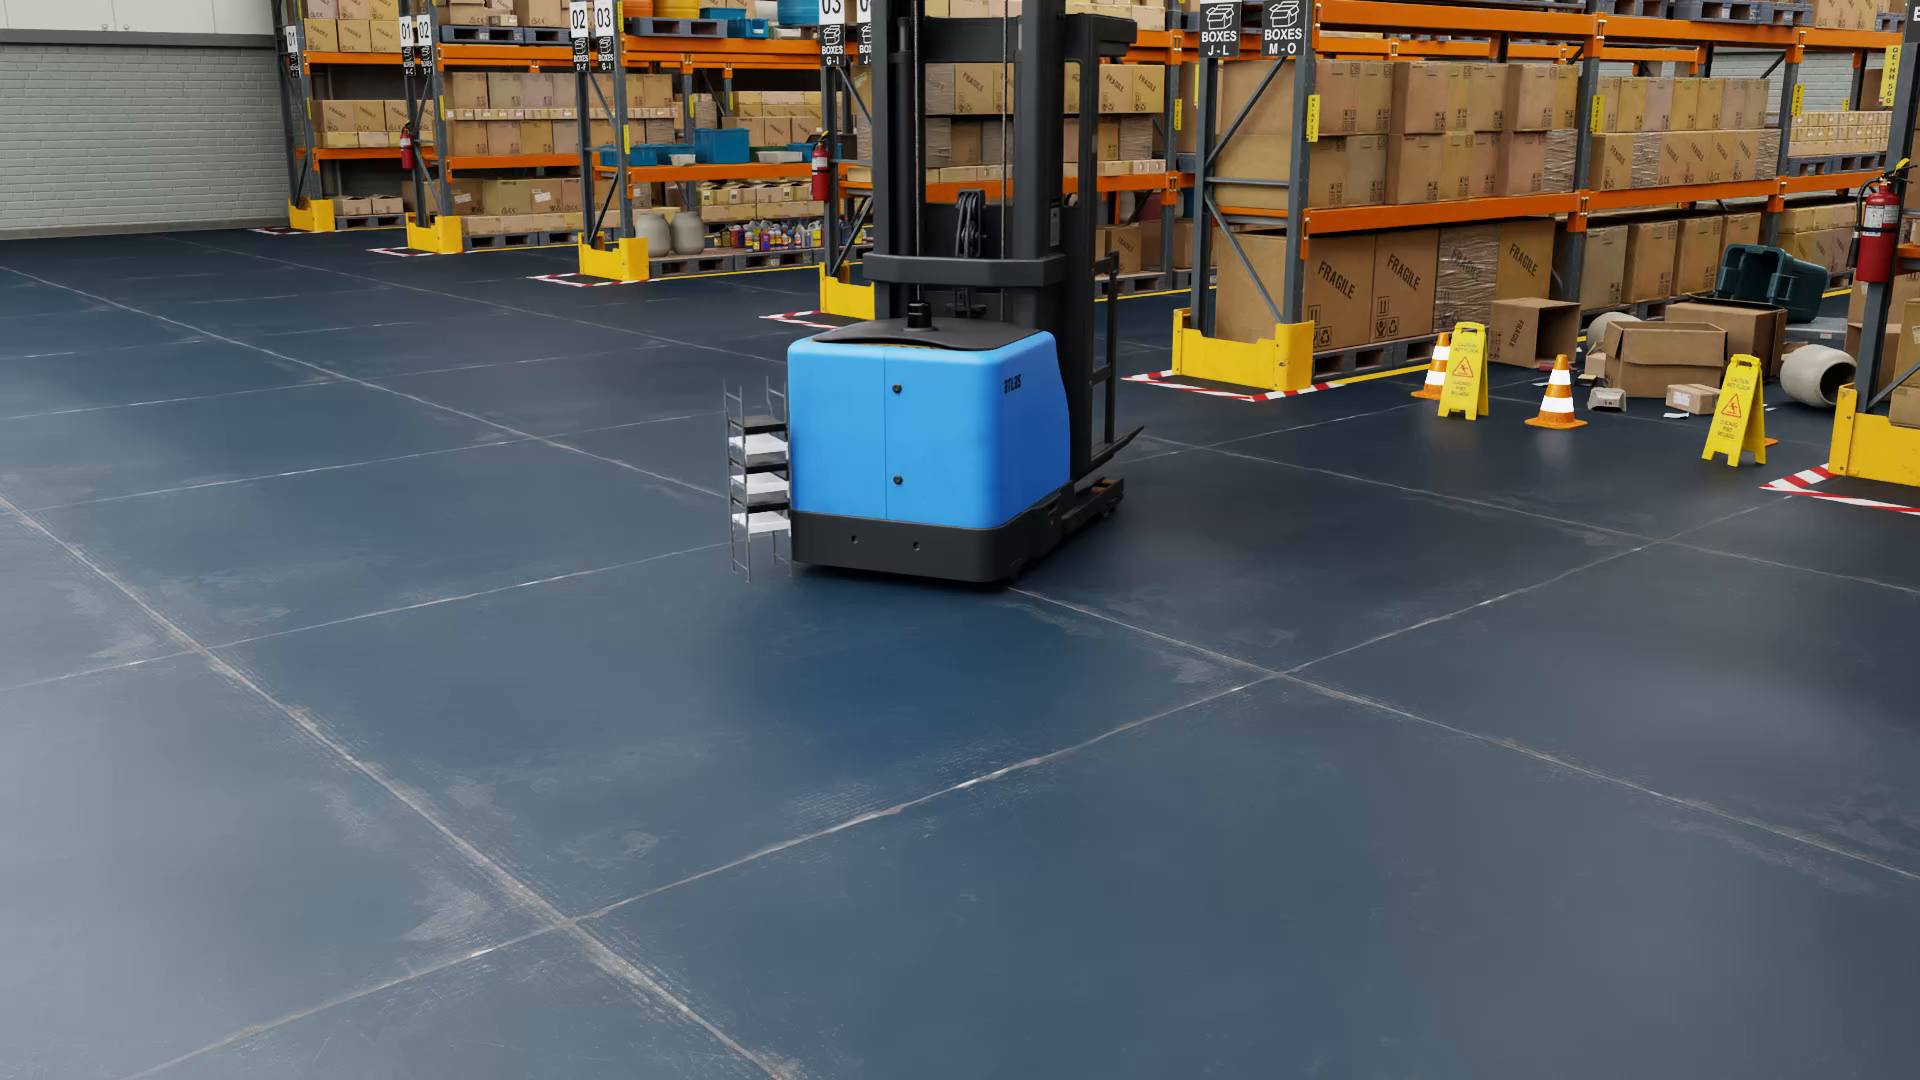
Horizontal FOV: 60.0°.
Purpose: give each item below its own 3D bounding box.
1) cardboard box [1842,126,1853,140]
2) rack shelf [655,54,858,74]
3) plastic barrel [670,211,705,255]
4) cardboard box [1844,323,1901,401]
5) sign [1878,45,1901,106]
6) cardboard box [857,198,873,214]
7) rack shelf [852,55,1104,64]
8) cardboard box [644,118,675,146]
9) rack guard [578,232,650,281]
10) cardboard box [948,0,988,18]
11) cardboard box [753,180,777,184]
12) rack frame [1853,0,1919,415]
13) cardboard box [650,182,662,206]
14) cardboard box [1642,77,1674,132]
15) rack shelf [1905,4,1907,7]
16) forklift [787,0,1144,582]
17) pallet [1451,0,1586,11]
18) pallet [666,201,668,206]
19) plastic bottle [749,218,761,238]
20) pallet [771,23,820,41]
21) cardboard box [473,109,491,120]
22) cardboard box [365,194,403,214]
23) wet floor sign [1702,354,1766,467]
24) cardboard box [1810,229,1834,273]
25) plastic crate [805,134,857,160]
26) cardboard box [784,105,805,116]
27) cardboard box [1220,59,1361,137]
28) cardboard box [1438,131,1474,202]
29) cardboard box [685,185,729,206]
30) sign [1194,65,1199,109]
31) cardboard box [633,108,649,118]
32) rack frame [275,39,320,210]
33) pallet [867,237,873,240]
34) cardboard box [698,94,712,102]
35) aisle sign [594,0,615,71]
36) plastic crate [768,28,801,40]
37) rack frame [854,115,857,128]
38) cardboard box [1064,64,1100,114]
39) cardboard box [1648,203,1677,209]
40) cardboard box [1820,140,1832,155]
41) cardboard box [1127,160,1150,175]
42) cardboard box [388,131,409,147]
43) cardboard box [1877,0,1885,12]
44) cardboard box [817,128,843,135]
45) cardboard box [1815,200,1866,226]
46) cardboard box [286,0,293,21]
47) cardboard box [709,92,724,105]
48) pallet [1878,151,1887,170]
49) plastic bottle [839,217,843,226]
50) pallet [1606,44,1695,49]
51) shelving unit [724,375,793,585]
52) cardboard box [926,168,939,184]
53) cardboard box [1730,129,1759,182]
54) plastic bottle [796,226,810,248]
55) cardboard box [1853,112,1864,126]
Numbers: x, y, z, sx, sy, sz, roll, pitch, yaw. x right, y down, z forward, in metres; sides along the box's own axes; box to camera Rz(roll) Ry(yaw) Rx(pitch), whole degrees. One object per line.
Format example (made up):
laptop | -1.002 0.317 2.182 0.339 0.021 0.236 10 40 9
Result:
cardboard box | 9.689 -4.537 18.520 0.250 0.149 0.380 -13 20 -40
rack shelf | -2.966 -7.725 26.940 4.000 0.370 1.077 -13 19 -39
plastic barrel | -3.419 -3.855 20.875 0.421 0.512 0.421 0 15 0
cardboard box | 6.829 -1.303 12.156 0.500 0.500 0.500 0 15 -1
sign | 5.164 -2.572 9.211 0.005 0.325 0.100 -13 19 -39
cardboard box | -1.694 -5.700 28.292 0.500 0.250 0.500 -12 19 -38
rack shelf | 0.283 -6.760 23.328 4.000 0.370 1.077 -13 19 -39
cardboard box | -4.805 -6.257 25.667 0.500 0.500 0.700 -13 20 -41
rack guard | -4.217 -3.457 20.222 0.348 0.500 1.175 -13 19 -39
cardboard box | -0.074 -5.175 16.288 0.500 0.250 0.500 -13 20 -41
cardboard box | -3.210 -5.813 27.626 0.500 0.311 0.500 -13 20 -40
rack frame | 5.513 -1.749 8.984 0.127 3.000 1.000 -13 19 -39
cardboard box | -5.030 -5.504 26.104 0.500 0.500 0.500 -13 19 -39
cardboard box | 6.344 -4.163 15.890 0.500 0.500 0.700 -12 19 -39
rack shelf | 7.022 -3.189 9.959 4.000 0.370 1.077 -13 19 -39
forklift | 0.231 -1.565 8.430 1.130 2.935 3.031 6 16 21
pallet | 4.581 -4.643 14.178 1.213 0.211 1.003 -13 19 -39
pallet | -6.222 -6.241 31.207 1.213 0.211 1.003 -13 19 -39
plastic bottle | -2.711 -4.061 21.922 0.185 0.351 0.144 -12 19 -37
pallet | -1.706 -6.537 21.462 1.003 0.211 1.213 -13 19 -39
cardboard box | -6.858 -6.039 23.594 0.250 0.149 0.380 -13 20 -41
cardboard box | -9.736 -5.681 28.063 0.500 0.311 0.500 -11 18 -35
wet floor sign | 4.667 -0.787 9.948 0.232 0.644 0.267 -6 16 -20
cardboard box | 9.300 -3.202 18.454 0.500 0.500 0.500 -12 19 -39
plastic crate | -1.705 -5.226 22.123 0.504 0.338 0.767 -13 19 -39
cardboard box | -3.401 -8.331 32.818 0.500 0.500 0.500 -13 20 -40
cardboard box | 2.493 -3.345 12.576 0.550 0.550 0.875 -13 19 -39
cardboard box | 3.716 -3.105 13.772 0.500 0.550 0.875 -13 19 -39
cardboard box | -4.000 -5.452 26.275 0.500 0.311 0.500 -13 19 -39
sign | 1.842 -3.477 12.752 0.005 0.325 0.100 -13 19 -39
cardboard box | -4.923 -6.472 25.218 0.250 0.149 0.380 -13 20 -41
rack frame | -10.747 -6.571 27.038 0.127 3.000 1.000 -13 19 -39
pallet | -0.659 -4.113 23.240 1.213 0.211 1.003 -13 19 -39
cardboard box | -4.952 -8.436 31.717 0.380 0.149 0.250 13 20 40
aisle sign | -4.106 -5.829 19.222 0.004 0.787 0.394 -13 19 -39
plastic crate | -2.172 -6.291 20.688 0.396 0.136 0.243 -13 19 -39
rack frame | -1.457 -6.962 28.503 0.127 3.000 1.000 -13 19 -39
cardboard box | 1.112 -4.731 17.443 0.500 0.500 0.500 -13 19 -39
cardboard box | 10.648 -5.441 26.110 0.875 0.875 0.875 -13 19 -39
cardboard box | 9.301 -4.306 18.230 0.250 0.149 0.380 -12 19 -37
cardboard box | 1.861 -4.100 18.274 0.250 0.149 0.380 -13 19 -39
cardboard box | -9.400 -6.705 27.791 0.500 0.250 0.500 -13 20 -40
cardboard box | 9.988 -6.194 18.800 0.637 0.503 0.797 -13 20 -40
cardboard box | -2.259 -6.806 28.089 0.500 0.311 0.500 -13 20 -40
cardboard box | 10.058 -3.734 18.992 0.500 0.250 0.500 -14 20 -42
cardboard box | -10.593 -8.685 26.970 0.500 0.500 0.500 -12 19 -37
cardboard box | -4.540 -8.617 32.437 0.500 0.250 0.500 -12 19 -38
pallet | 10.568 -4.534 19.785 1.213 0.211 1.003 -13 19 -39
plastic bottle | -1.617 -4.116 22.125 0.185 0.351 0.144 -13 19 -39
pallet | 10.525 -7.667 25.501 1.213 0.211 1.003 -13 19 -39
shelving unit | -0.912 -0.274 7.529 0.210 0.900 0.258 -8 17 -25
cardboard box | -0.420 -3.597 16.391 0.250 0.149 0.380 -13 19 -39
cardboard box | 7.682 -3.886 16.792 0.500 0.500 0.500 -13 19 -39
plastic bottle | -2.036 -3.937 21.603 0.135 0.276 0.152 -12 19 -38
cardboard box | 9.879 -4.725 18.645 0.250 0.149 0.380 -13 20 -40
